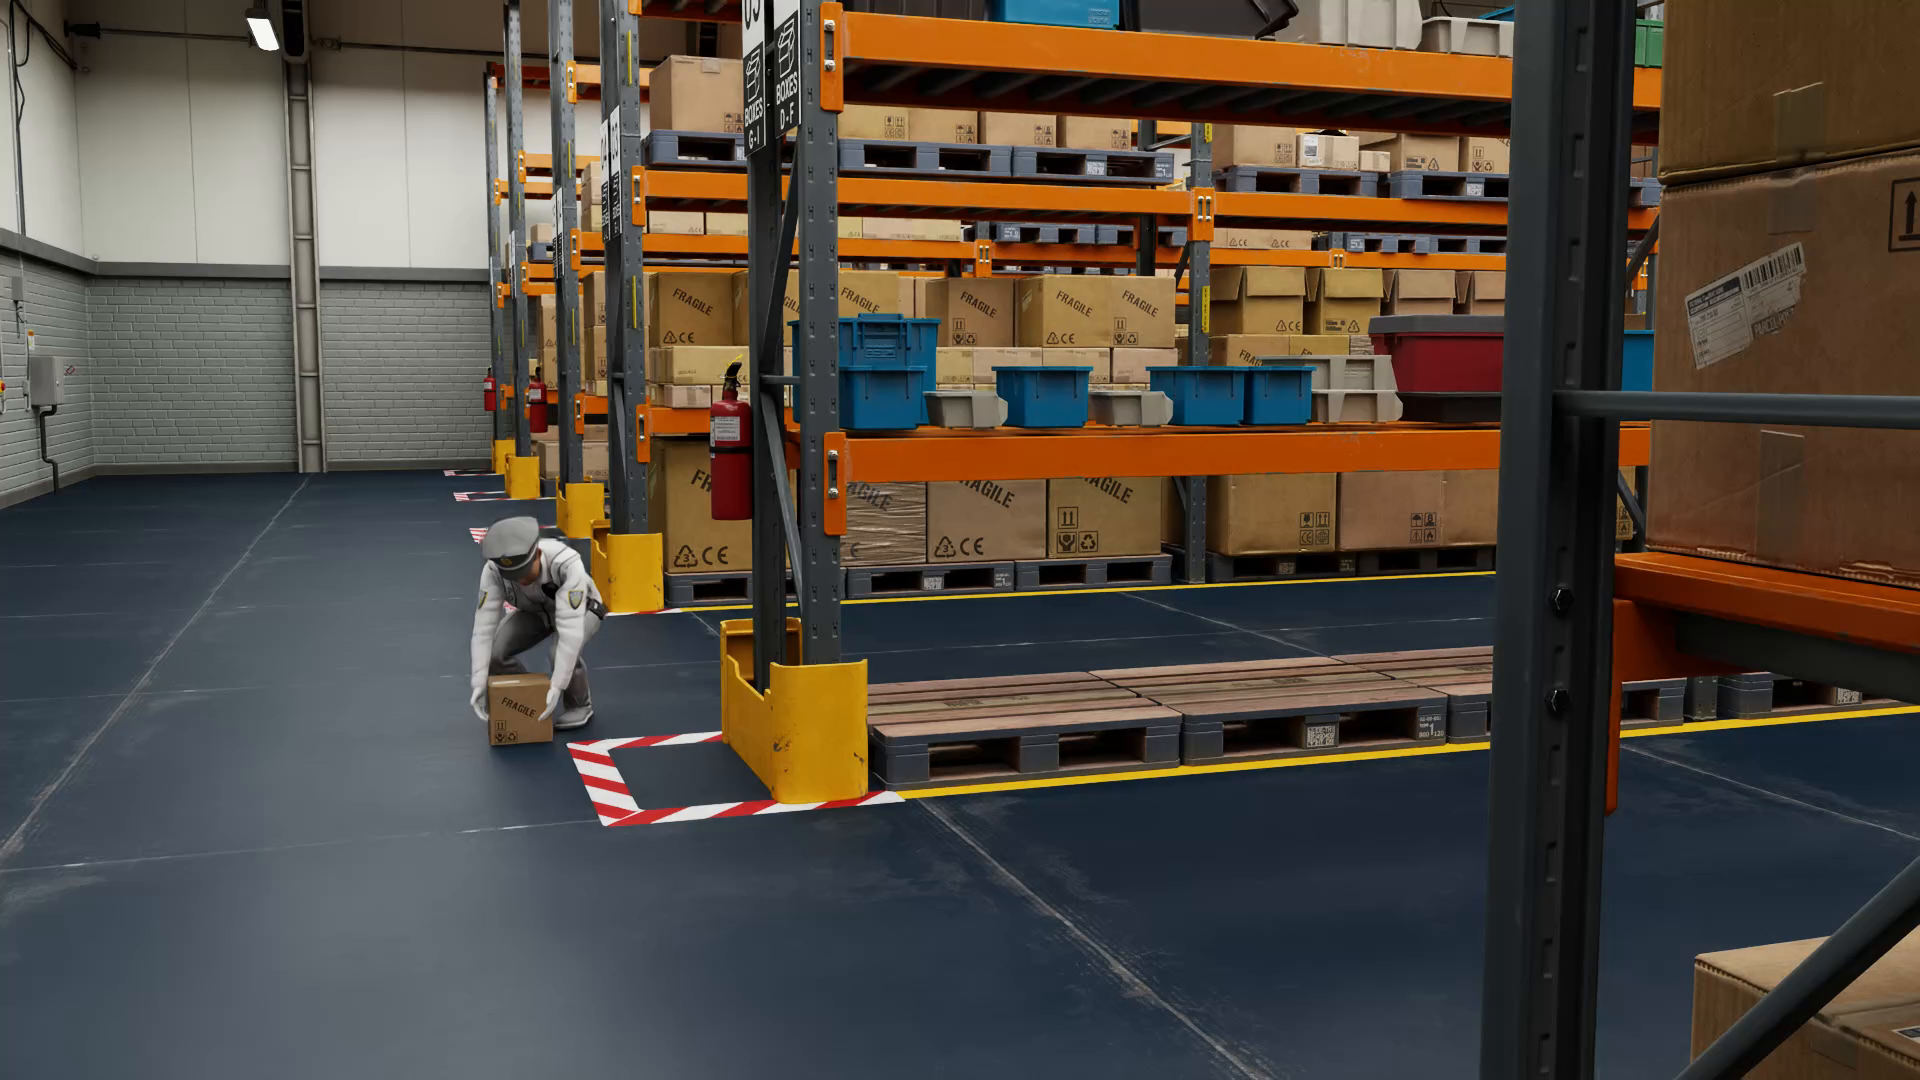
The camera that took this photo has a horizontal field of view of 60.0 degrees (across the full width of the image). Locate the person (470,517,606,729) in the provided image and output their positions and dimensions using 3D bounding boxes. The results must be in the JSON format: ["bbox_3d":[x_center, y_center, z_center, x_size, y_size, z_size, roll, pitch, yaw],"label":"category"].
[{"bbox_3d":[-1.810,0.352,7.157,0.488,0.951,0.847,1,6,11],"label":"person"}]
